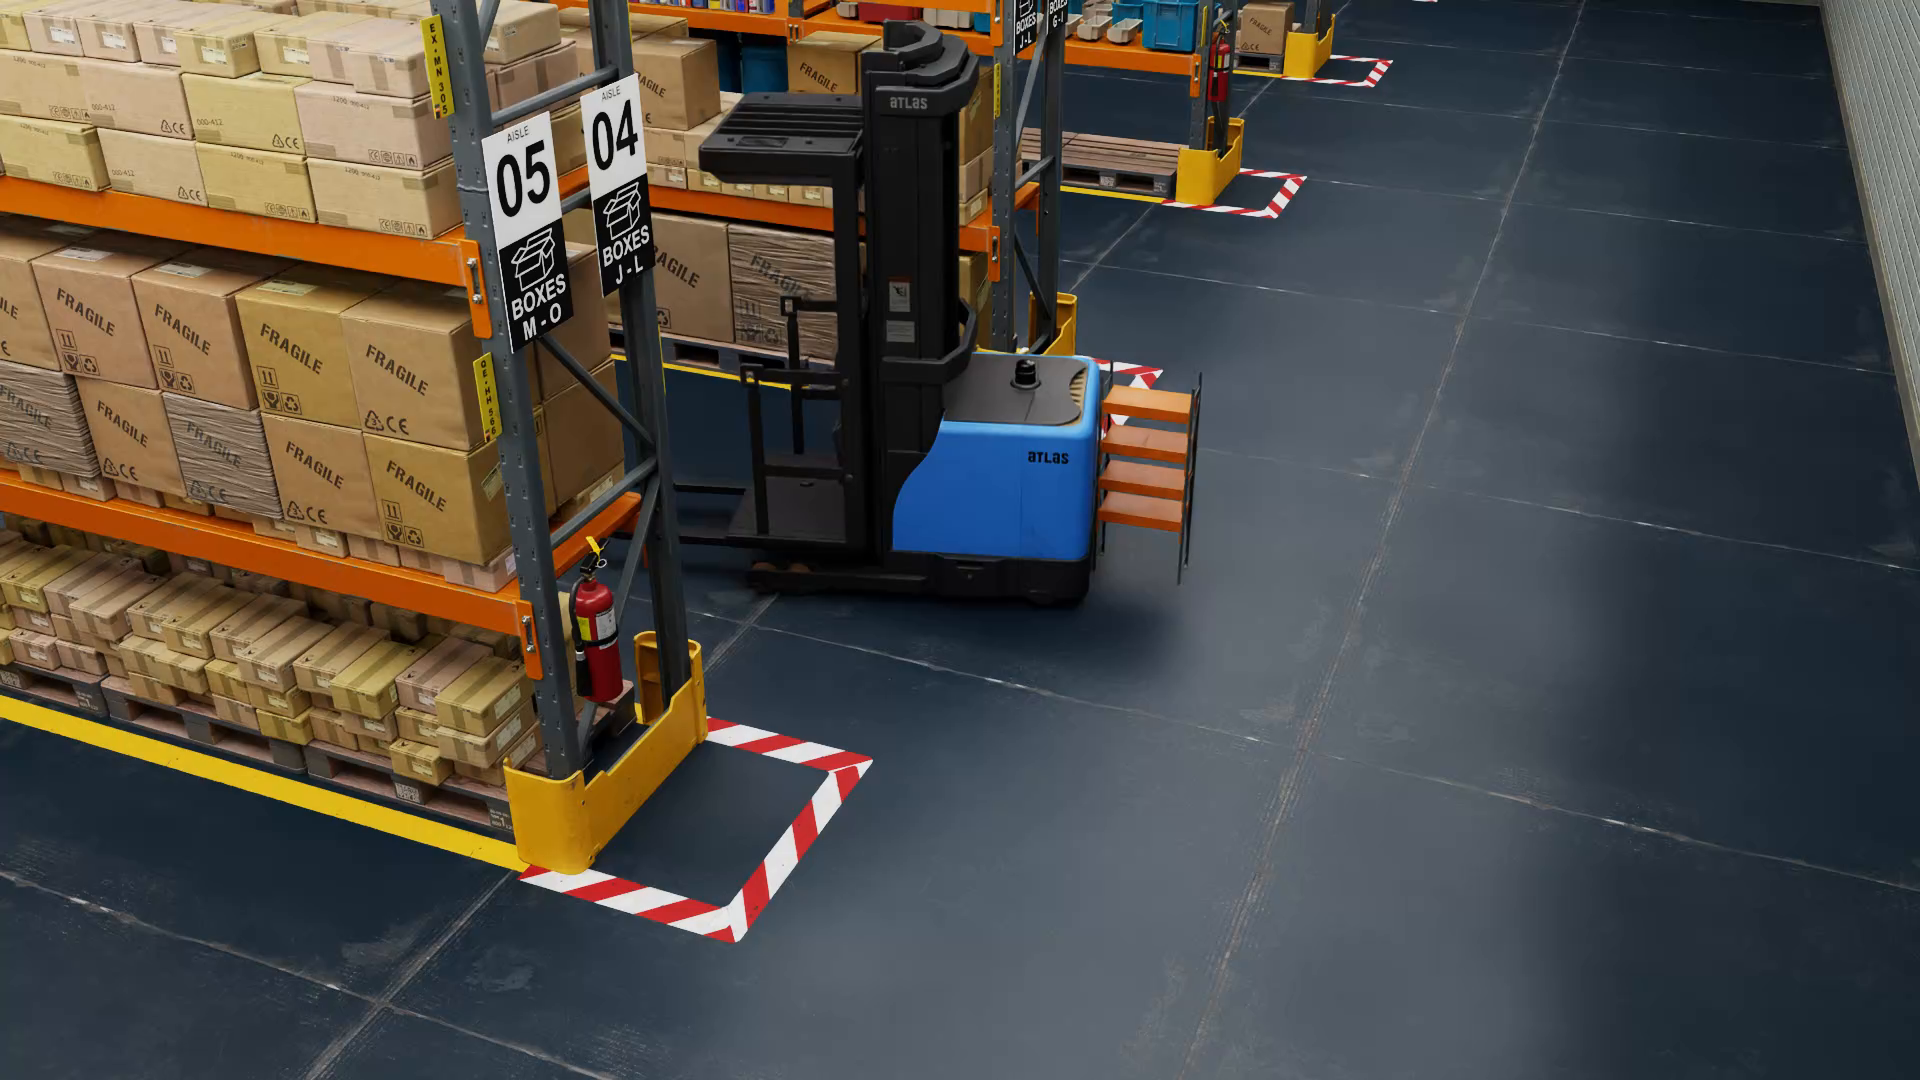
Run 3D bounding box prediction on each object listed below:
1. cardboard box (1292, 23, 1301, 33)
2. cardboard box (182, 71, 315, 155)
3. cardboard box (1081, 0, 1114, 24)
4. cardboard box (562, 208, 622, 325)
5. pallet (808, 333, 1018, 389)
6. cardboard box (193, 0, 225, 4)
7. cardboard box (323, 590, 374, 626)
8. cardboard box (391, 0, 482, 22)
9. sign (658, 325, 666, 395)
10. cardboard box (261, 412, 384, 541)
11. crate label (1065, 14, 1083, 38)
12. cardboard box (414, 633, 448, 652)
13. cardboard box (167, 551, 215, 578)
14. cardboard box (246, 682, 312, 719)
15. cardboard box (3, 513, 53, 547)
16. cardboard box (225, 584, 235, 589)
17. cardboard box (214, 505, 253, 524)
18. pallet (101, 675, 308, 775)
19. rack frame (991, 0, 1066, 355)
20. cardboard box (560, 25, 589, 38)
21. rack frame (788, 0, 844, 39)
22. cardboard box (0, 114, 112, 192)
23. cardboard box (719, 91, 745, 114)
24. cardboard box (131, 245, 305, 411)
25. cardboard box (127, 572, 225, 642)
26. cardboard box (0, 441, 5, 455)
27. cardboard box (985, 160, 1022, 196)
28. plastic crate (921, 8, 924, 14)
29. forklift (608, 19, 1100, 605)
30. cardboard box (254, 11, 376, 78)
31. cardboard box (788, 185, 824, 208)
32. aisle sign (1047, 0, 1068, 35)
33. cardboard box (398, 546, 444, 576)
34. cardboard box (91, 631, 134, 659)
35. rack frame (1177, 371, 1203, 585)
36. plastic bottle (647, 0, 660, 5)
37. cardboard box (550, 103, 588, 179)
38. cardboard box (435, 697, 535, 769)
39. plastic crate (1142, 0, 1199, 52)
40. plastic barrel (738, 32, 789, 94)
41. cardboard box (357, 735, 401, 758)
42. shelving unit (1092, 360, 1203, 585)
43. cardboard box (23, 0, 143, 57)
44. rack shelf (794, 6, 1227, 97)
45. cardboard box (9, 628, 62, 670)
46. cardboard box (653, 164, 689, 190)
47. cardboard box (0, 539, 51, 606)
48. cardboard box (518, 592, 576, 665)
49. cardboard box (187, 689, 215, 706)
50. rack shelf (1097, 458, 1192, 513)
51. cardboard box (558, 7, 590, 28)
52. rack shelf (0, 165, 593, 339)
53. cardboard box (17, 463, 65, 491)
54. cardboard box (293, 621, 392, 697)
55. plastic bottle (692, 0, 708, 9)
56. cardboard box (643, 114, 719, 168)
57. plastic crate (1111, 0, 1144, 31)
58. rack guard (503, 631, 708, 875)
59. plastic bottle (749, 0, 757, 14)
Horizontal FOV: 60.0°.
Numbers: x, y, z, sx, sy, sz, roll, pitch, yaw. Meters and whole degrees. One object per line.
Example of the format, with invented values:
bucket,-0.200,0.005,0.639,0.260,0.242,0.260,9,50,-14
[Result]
cardboard box,3.916,-6.075,19.899,0.250,0.149,0.380,11,31,19
cardboard box,-2.509,-1.653,6.221,0.500,0.250,0.500,10,31,18
cardboard box,1.798,-6.536,20.551,0.500,0.311,0.500,11,31,19
cardboard box,-2.678,-2.213,12.350,0.875,0.875,0.875,11,31,19
pallet,-0.324,-1.272,11.787,1.213,0.211,1.003,11,31,19
cardboard box,-2.892,-2.203,6.789,0.250,0.149,0.380,12,32,21
cardboard box,-2.870,0.251,8.123,0.250,0.149,0.380,13,32,21
cardboard box,-1.956,-1.982,6.399,0.250,0.149,0.380,13,32,21
sign,-1.308,-0.756,7.159,0.005,0.325,0.100,11,31,19
cardboard box,-2.500,-0.368,6.948,0.500,0.500,0.500,11,31,18
crate label,0.955,-4.713,15.246,0.243,0.136,0.396,11,31,19
cardboard box,-2.393,0.502,7.981,0.250,0.149,0.380,12,32,20
cardboard box,-3.809,0.039,8.499,0.250,0.149,0.380,10,31,17
cardboard box,-3.075,0.645,7.729,0.250,0.149,0.380,12,32,20
cardboard box,-4.791,-0.125,8.788,0.250,0.149,0.380,12,32,21
cardboard box,-3.617,0.245,8.436,0.250,0.149,0.380,10,31,17
cardboard box,-3.081,-0.232,7.367,0.250,0.149,0.380,10,31,17
pallet,-3.448,0.676,8.340,1.213,0.211,1.003,11,31,19
rack frame,0.447,-2.374,10.902,0.127,3.000,1.000,11,31,19
cardboard box,-2.912,-3.300,11.627,0.500,0.500,0.500,11,31,19
rack frame,-1.398,-5.372,16.207,0.127,3.000,1.000,11,31,19
cardboard box,-3.463,-1.614,6.660,0.500,0.250,0.500,13,32,21
cardboard box,-1.799,-3.027,11.908,0.500,0.250,0.500,12,32,20
cardboard box,-2.984,-0.897,6.868,0.500,0.500,0.500,13,32,22
cardboard box,-3.752,0.323,7.995,0.250,0.149,0.380,10,31,17
cardboard box,-4.393,-0.749,7.624,0.500,0.500,0.500,11,31,19
cardboard box,0.242,-2.481,11.346,0.250,0.149,0.380,12,32,20
plastic crate,-0.260,-5.194,16.110,0.590,0.125,0.437,11,31,19
forklift,-0.755,-1.227,8.943,3.031,2.935,1.130,3,30,6
cardboard box,-2.360,-1.828,6.126,0.250,0.149,0.380,10,31,18
cardboard box,-0.954,-2.369,11.148,0.250,0.149,0.380,11,31,18
aisle sign,0.626,-3.629,10.481,0.004,0.787,0.394,11,31,19
cardboard box,-2.137,-0.016,6.986,0.250,0.149,0.380,11,31,19
cardboard box,-4.000,0.418,8.130,0.250,0.149,0.380,13,32,21
rack frame,1.257,-0.326,9.107,0.015,1.200,0.240,9,31,15
plastic bottle,-3.030,-5.473,16.510,0.135,0.276,0.152,11,31,19
cardboard box,-1.832,-1.571,6.586,0.500,0.250,0.500,12,32,21
cardboard box,-2.108,0.830,7.401,0.250,0.149,0.380,10,31,18
plastic crate,1.928,-4.651,14.833,0.499,0.435,0.616,11,31,19
plastic barrel,-1.895,-4.750,16.811,0.708,0.901,0.600,11,31,19
cardboard box,-2.567,0.835,7.694,0.250,0.149,0.380,11,31,19
shelving unit,1.025,-0.363,9.172,0.503,1.200,0.258,9,31,15
cardboard box,-3.348,-1.985,6.405,0.250,0.149,0.380,10,31,18
rack shelf,0.455,-4.689,15.729,4.000,0.370,1.077,11,31,19
cardboard box,-4.505,0.472,8.336,0.250,0.149,0.380,11,31,19
cardboard box,-1.910,-2.559,11.484,0.250,0.149,0.380,12,32,20
cardboard box,-4.744,0.164,8.277,0.250,0.149,0.380,13,32,22
cardboard box,-1.870,0.416,7.831,0.250,0.149,0.380,10,31,17
cardboard box,-3.512,0.636,8.047,0.250,0.149,0.380,12,32,21
rack shelf,1.025,-0.304,9.205,0.480,0.148,0.258,9,31,15
cardboard box,-2.733,-3.542,12.056,0.500,0.500,0.500,12,32,21
rack shelf,-3.365,-1.494,7.027,4.000,0.370,1.077,11,31,19
cardboard box,-4.086,-0.392,7.650,0.250,0.149,0.380,12,32,20
cardboard box,-2.813,0.546,7.601,0.250,0.149,0.380,10,31,17
plastic bottle,-2.544,-5.406,16.316,0.185,0.351,0.144,11,31,19
cardboard box,-1.982,-2.784,11.478,0.500,0.250,0.500,12,32,20
plastic crate,1.594,-4.903,15.486,0.300,0.233,0.416,11,31,19
rack guard,-1.582,0.943,7.574,0.348,0.500,1.175,11,31,19
plastic bottle,-2.002,-5.220,16.140,0.097,0.201,0.097,0,29,0
